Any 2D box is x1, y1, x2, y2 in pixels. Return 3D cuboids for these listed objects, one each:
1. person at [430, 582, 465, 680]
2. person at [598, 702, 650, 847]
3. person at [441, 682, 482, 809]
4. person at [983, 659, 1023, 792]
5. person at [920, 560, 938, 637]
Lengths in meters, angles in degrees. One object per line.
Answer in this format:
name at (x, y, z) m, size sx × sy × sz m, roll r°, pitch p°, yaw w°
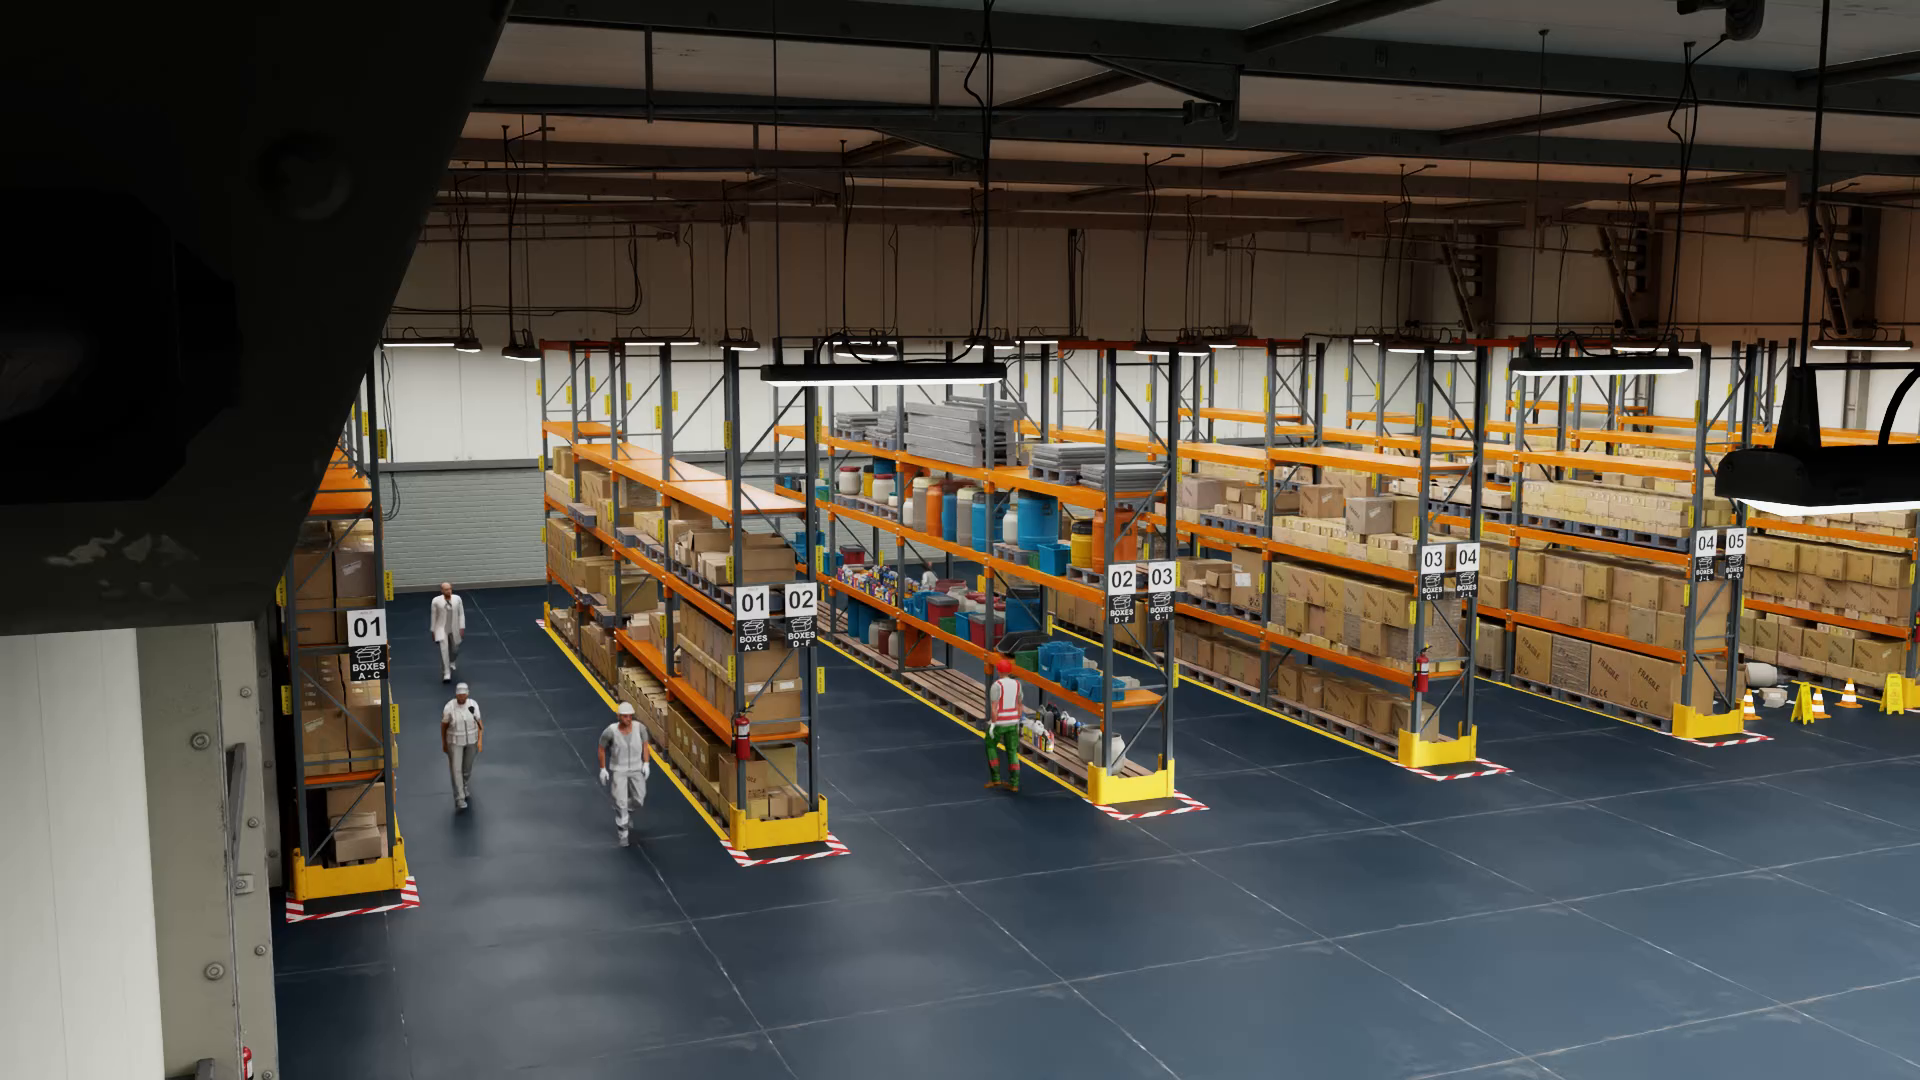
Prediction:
person at (-9.196, 1.591, 29.838) m, size 0.606 × 1.728 × 1.080 m, roll -3°, pitch 8°, yaw -25°
person at (-4.124, 2.791, 20.377) m, size 0.620 × 1.698 × 0.658 m, roll -4°, pitch 8°, yaw -27°
person at (-6.529, 2.673, 21.897) m, size 0.507 × 1.606 × 0.997 m, roll -5°, pitch 9°, yaw -35°
person at (0.622, 2.524, 22.608) m, size 0.585 × 1.808 × 0.542 m, roll -4°, pitch 9°, yaw -31°
person at (-0.559, 1.200, 33.572) m, size 0.532 × 1.574 × 0.491 m, roll 7°, pitch 10°, yaw 42°
